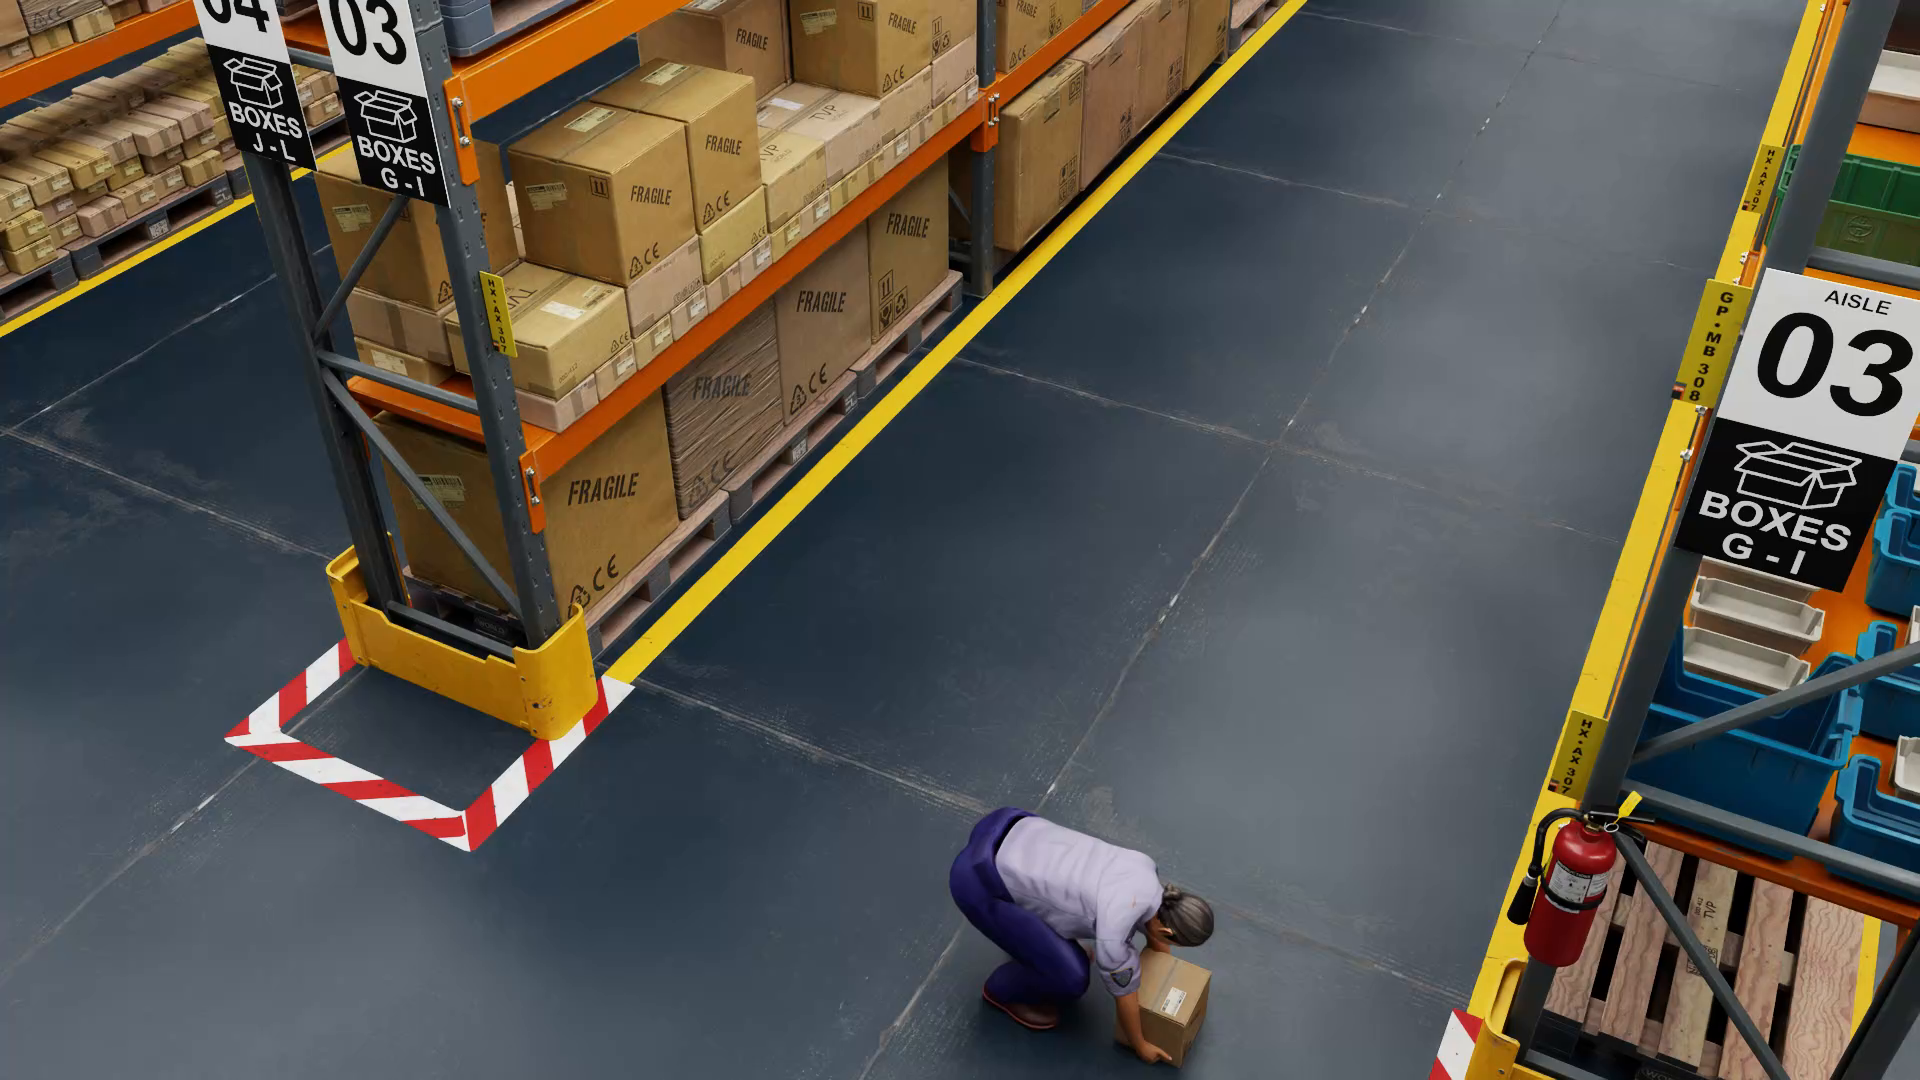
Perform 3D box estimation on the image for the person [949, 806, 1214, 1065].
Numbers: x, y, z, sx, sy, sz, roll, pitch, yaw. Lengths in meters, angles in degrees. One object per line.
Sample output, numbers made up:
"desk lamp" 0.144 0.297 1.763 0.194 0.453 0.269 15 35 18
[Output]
"person" 0.422 1.350 5.775 0.905 0.773 0.519 16 41 20
